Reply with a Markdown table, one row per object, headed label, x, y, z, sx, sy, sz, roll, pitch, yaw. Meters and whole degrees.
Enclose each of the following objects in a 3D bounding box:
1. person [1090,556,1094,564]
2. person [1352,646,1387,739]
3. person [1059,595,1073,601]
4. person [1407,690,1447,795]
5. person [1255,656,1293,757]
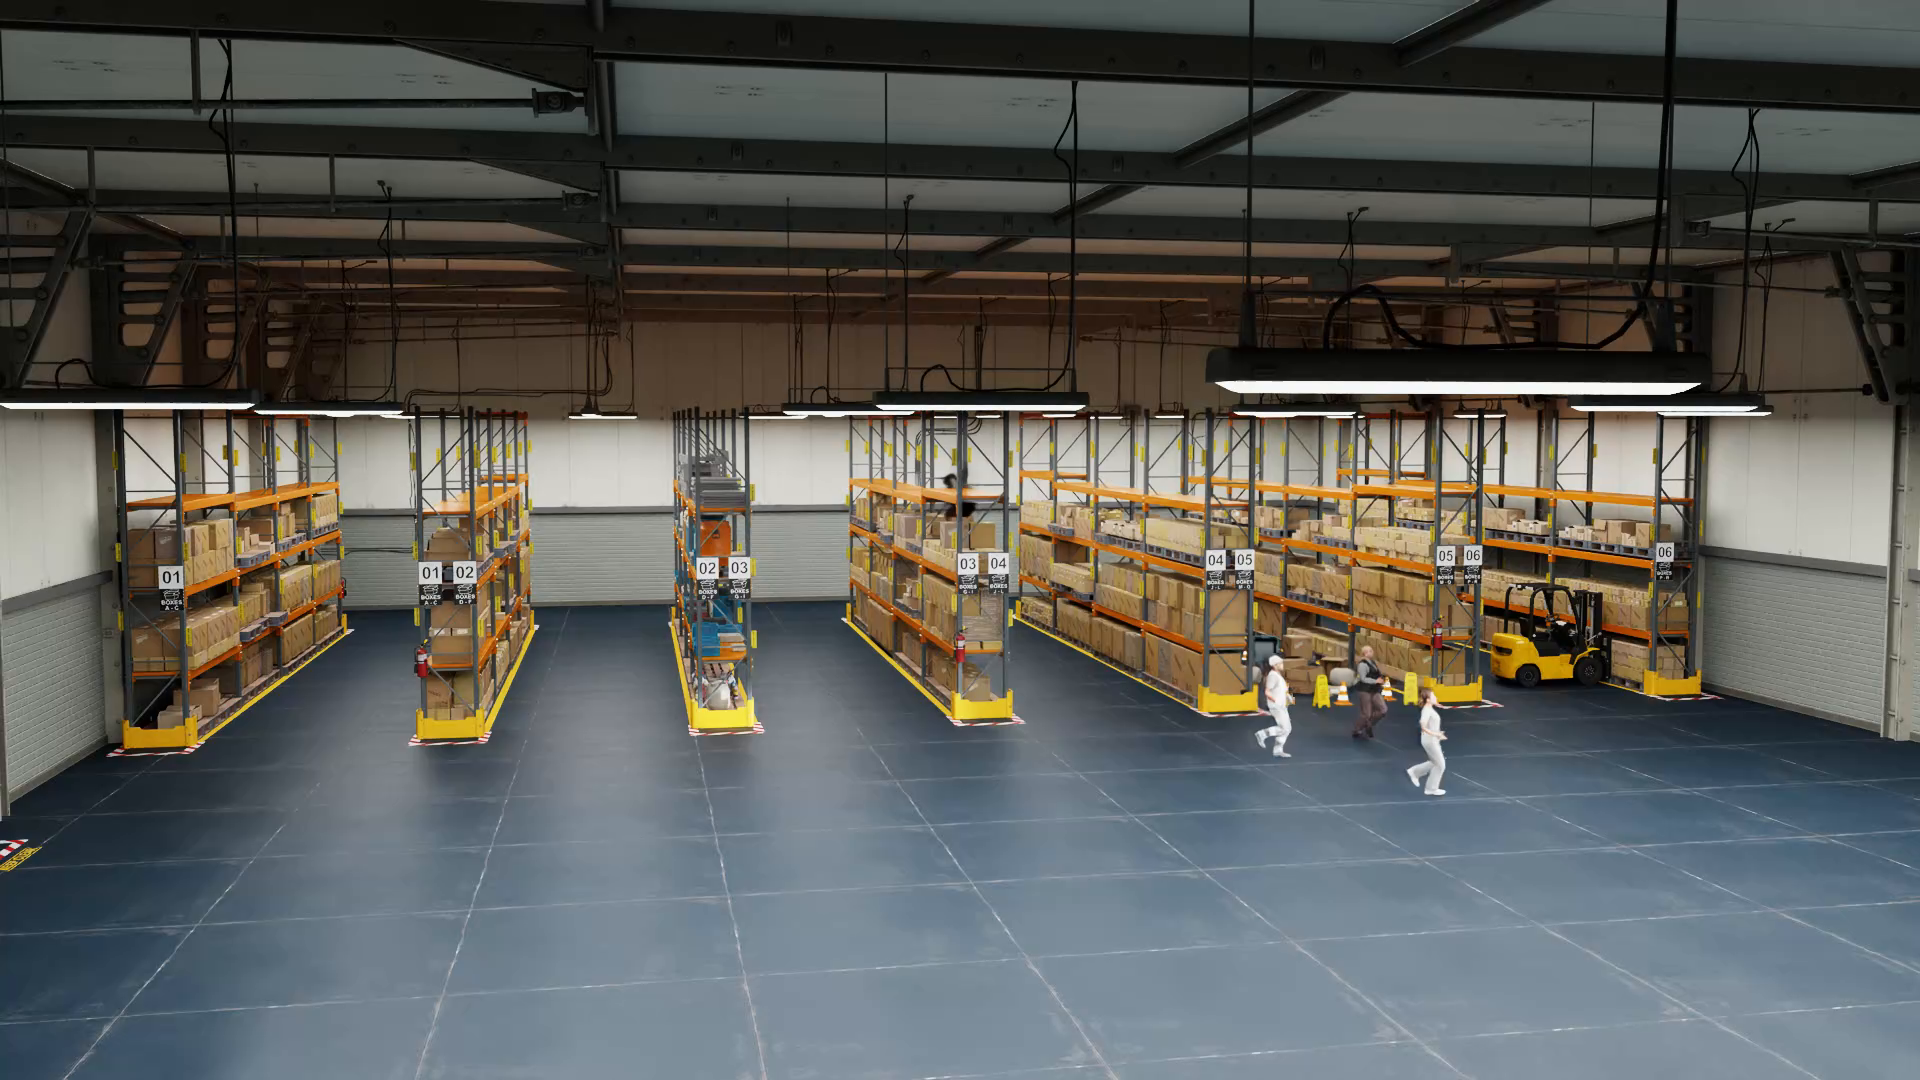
| label | x | y | z | sx | sy | sz | roll | pitch | yaw |
| --- | --- | --- | --- | --- | --- | --- | --- | --- | --- |
| person | 3.936 | 1.277 | 50.278 | 0.629 | 1.759 | 0.664 | 0 | 4 | -7 |
| person | 7.367 | 2.742 | 29.835 | 0.656 | 1.689 | 0.634 | 4 | 5 | 41 |
| person | 3.193 | 1.395 | 49.543 | 0.679 | 1.625 | 0.545 | -3 | 5 | -37 |
| person | 7.171 | 3.094 | 25.520 | 0.594 | 1.617 | 0.561 | 1 | 4 | 20 |
| person | 5.360 | 2.837 | 28.408 | 0.606 | 1.740 | 0.626 | 1 | 4 | 19 |
